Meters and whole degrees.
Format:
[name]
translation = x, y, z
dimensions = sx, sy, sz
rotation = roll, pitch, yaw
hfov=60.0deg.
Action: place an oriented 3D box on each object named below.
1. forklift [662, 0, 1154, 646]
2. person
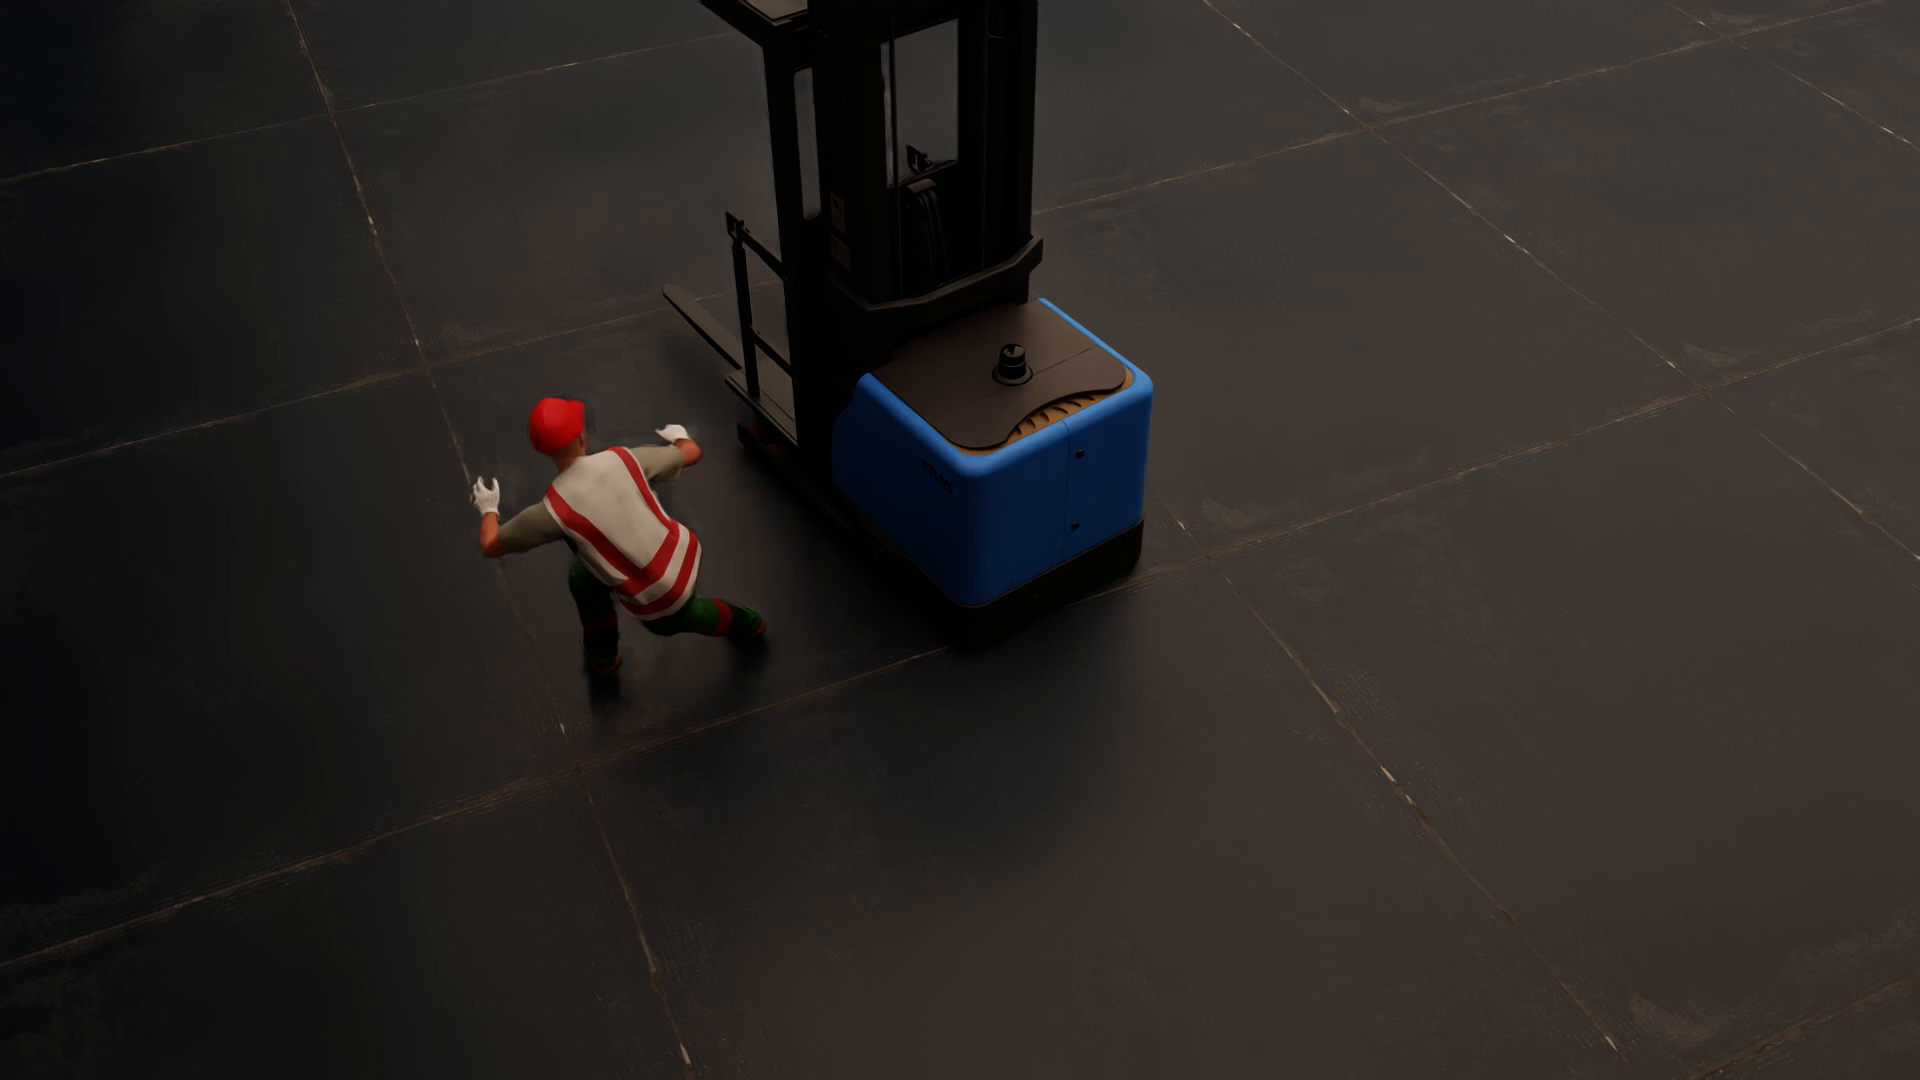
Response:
[forklift]
translation = -0.444, -1.571, 7.364
dimensions = 1.130, 2.935, 3.031
rotation = -27, 49, -26
[person]
translation = -1.413, -0.025, 6.715
dimensions = 0.948, 1.509, 1.000
rotation = 14, 45, 14
